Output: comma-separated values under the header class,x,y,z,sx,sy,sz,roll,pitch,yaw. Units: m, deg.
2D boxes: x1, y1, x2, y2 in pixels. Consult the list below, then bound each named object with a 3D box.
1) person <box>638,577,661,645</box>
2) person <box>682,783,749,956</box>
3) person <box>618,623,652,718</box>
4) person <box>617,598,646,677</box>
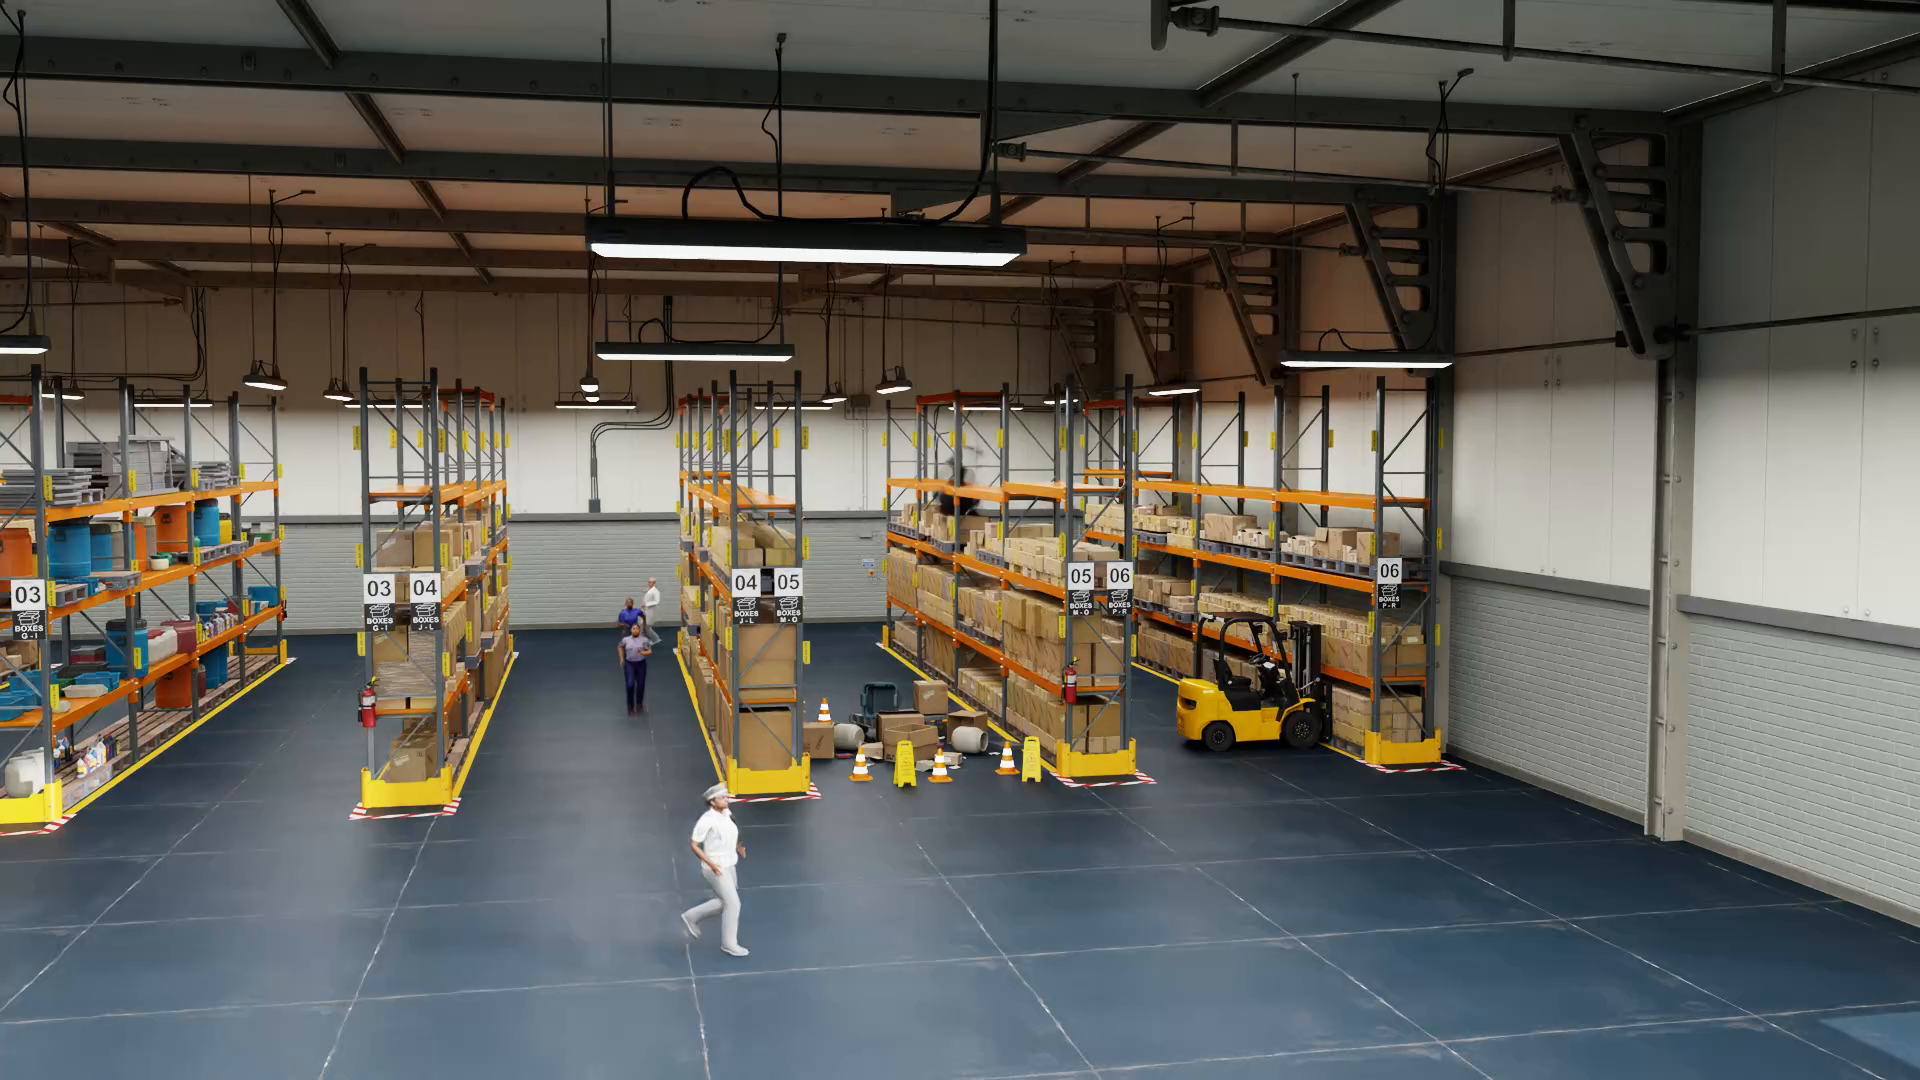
class,x,y,z,sx,sy,sz,roll,pitch,yaw
person,-7.457,1.768,39.907,0.840,1.751,0.752,-3,4,-40
person,-2.396,3.204,16.302,0.707,1.696,0.576,1,4,20
person,-5.942,2.376,30.440,0.574,1.696,0.754,-1,4,-17
person,-7.010,2.076,35.527,0.585,1.684,0.882,0,3,-8
